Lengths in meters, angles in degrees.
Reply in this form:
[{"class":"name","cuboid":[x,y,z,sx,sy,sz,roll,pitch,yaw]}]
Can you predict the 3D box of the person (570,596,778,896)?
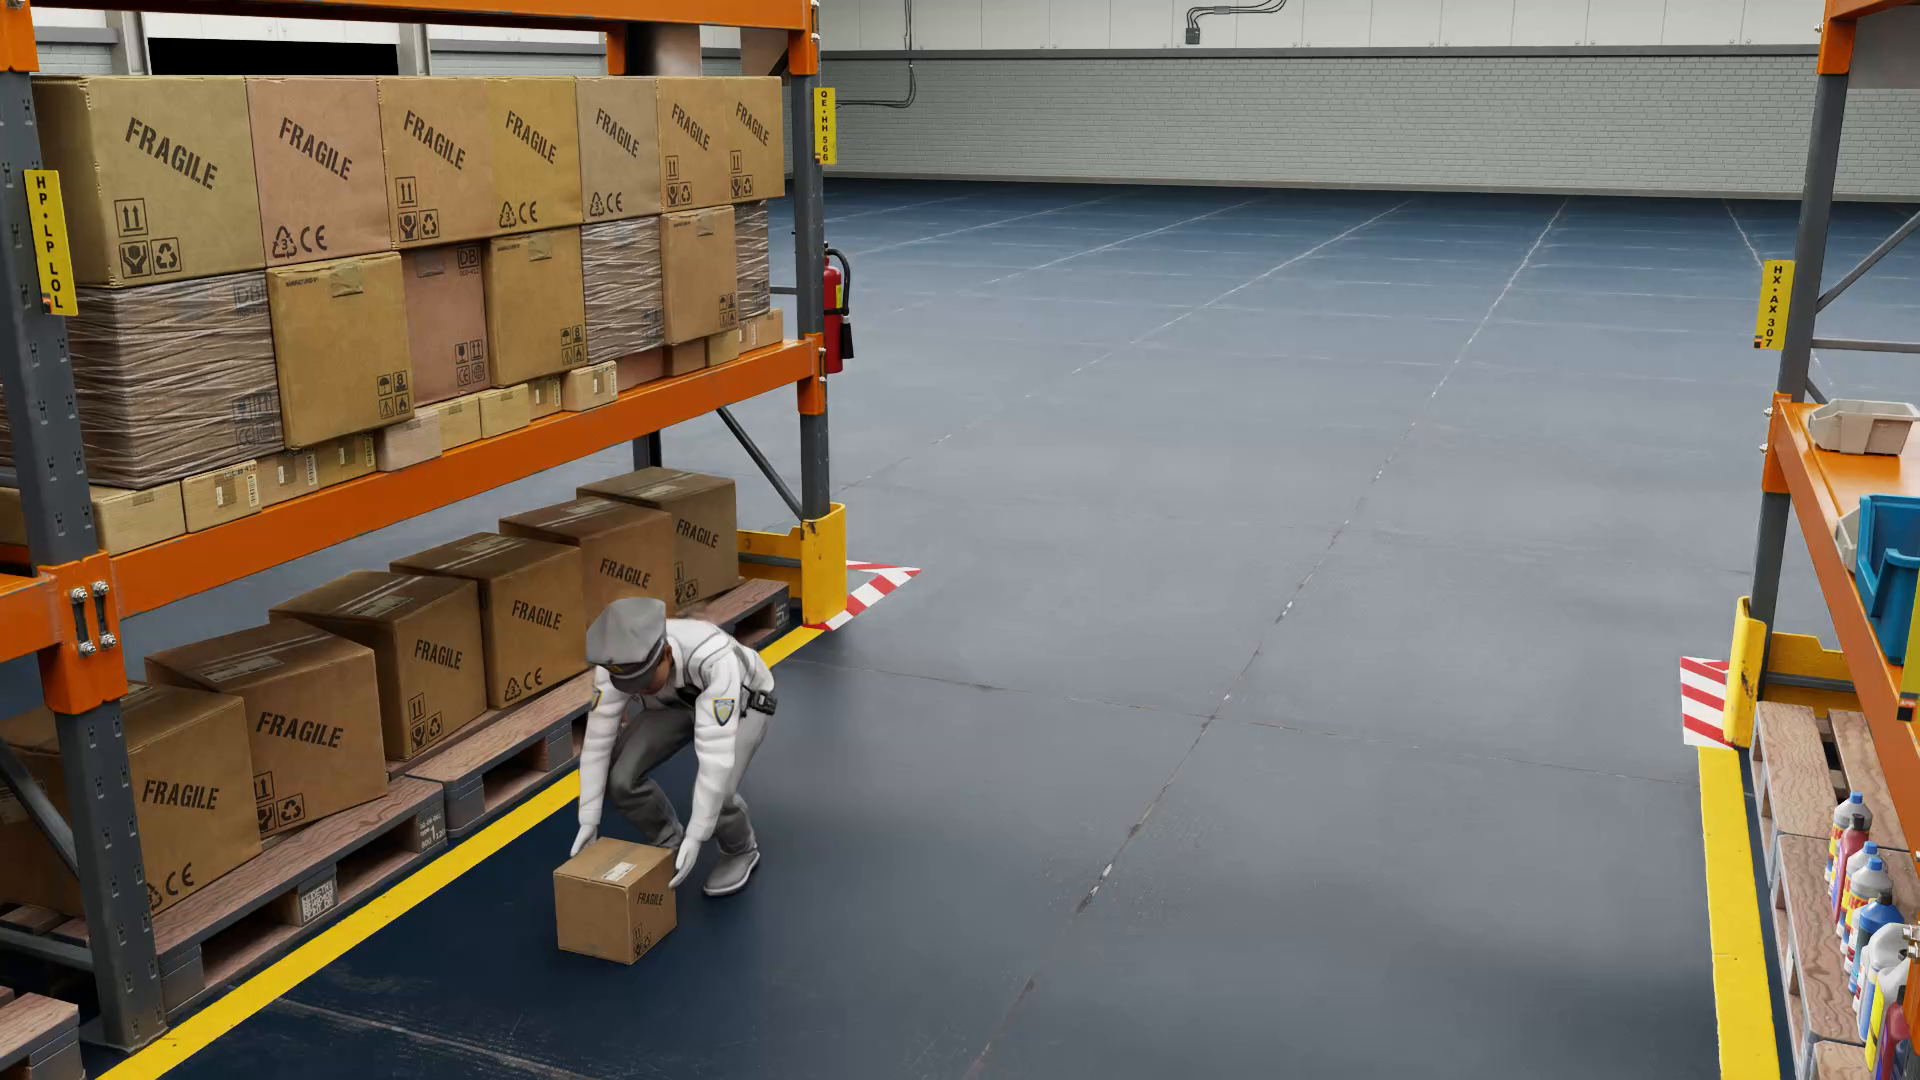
[{"class":"person","cuboid":[-0.842,0.601,5.061,0.497,1.028,0.837,6,17,21]}]
